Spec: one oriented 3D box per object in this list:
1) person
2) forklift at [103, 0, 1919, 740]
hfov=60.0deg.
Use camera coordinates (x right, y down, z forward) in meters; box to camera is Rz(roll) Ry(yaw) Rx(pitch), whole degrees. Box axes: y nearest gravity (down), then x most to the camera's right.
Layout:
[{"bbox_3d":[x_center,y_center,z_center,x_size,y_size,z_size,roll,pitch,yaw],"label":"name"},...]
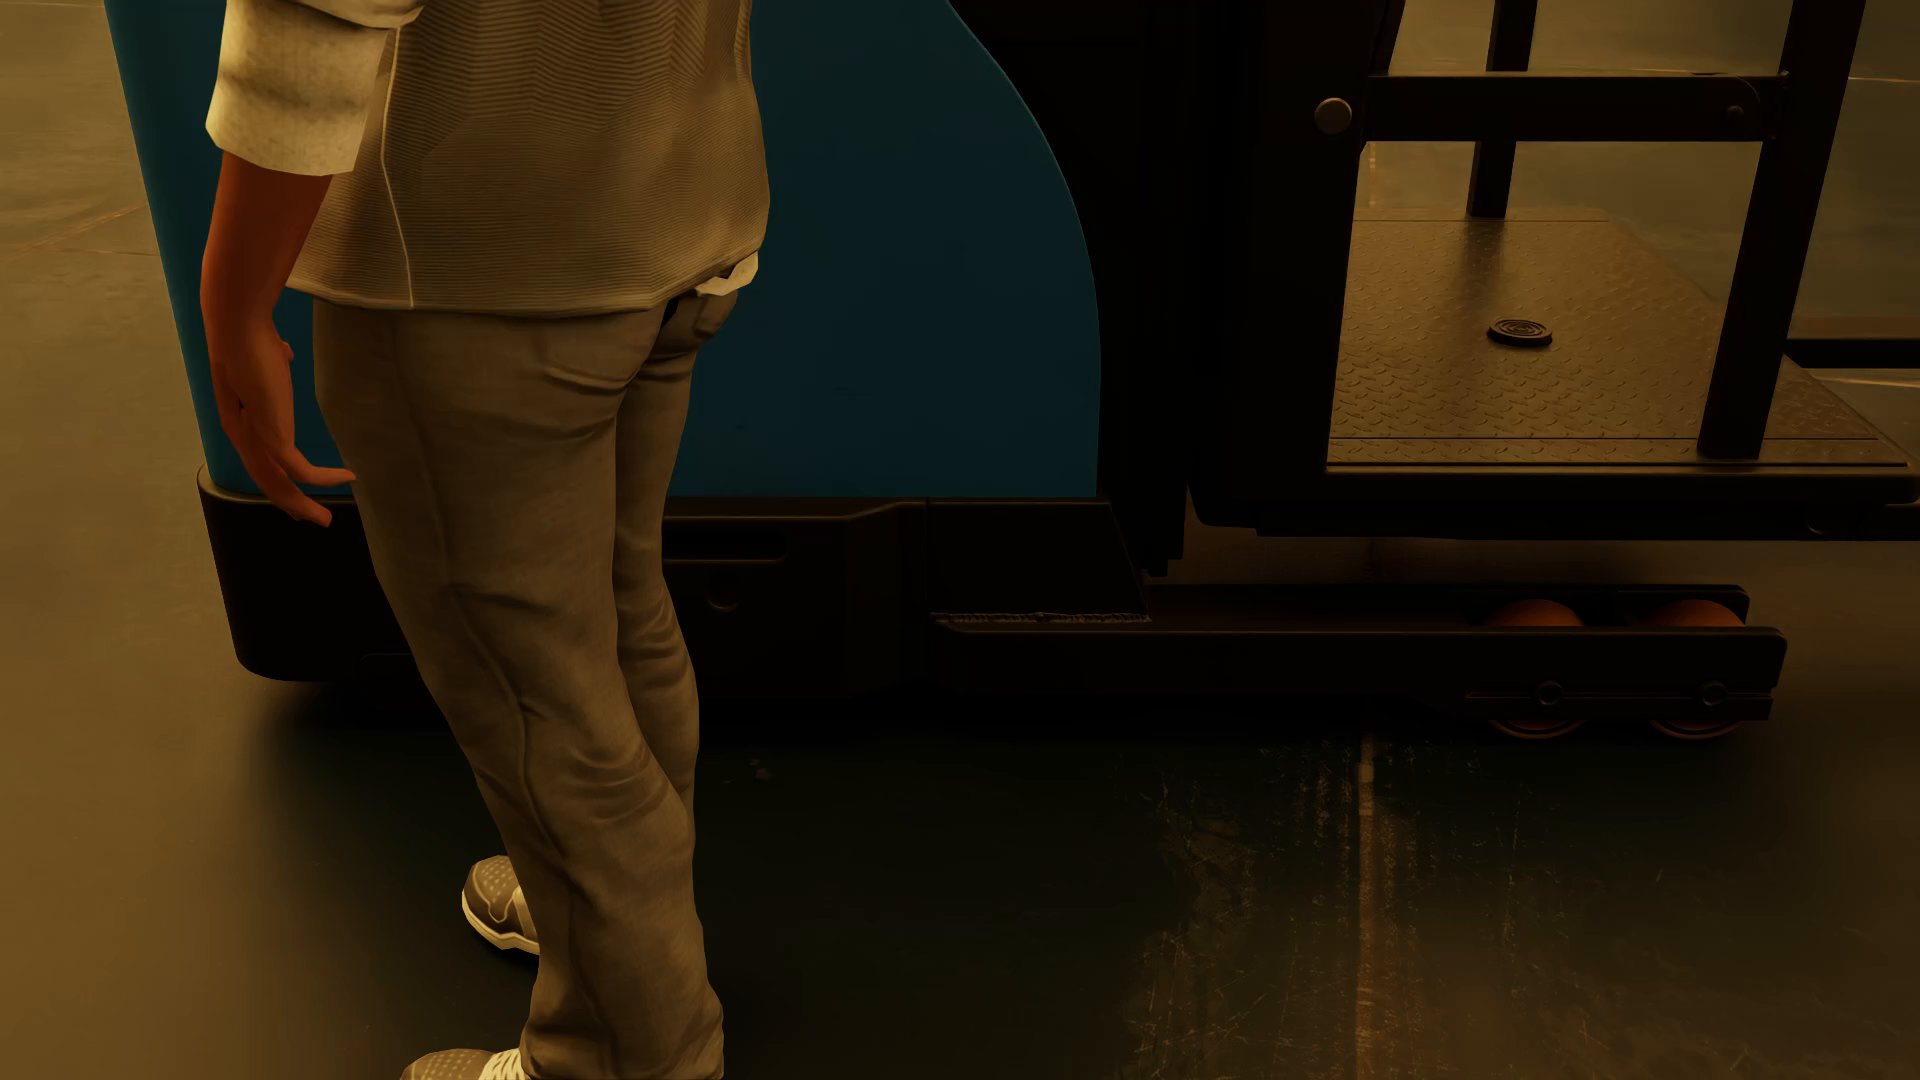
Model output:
[{"bbox_3d":[-0.351,-0.206,1.120,0.475,1.597,0.521,8,28,16],"label":"person"},{"bbox_3d":[0.611,-1.307,1.838,3.031,2.935,1.130,0,27,0],"label":"forklift"}]
